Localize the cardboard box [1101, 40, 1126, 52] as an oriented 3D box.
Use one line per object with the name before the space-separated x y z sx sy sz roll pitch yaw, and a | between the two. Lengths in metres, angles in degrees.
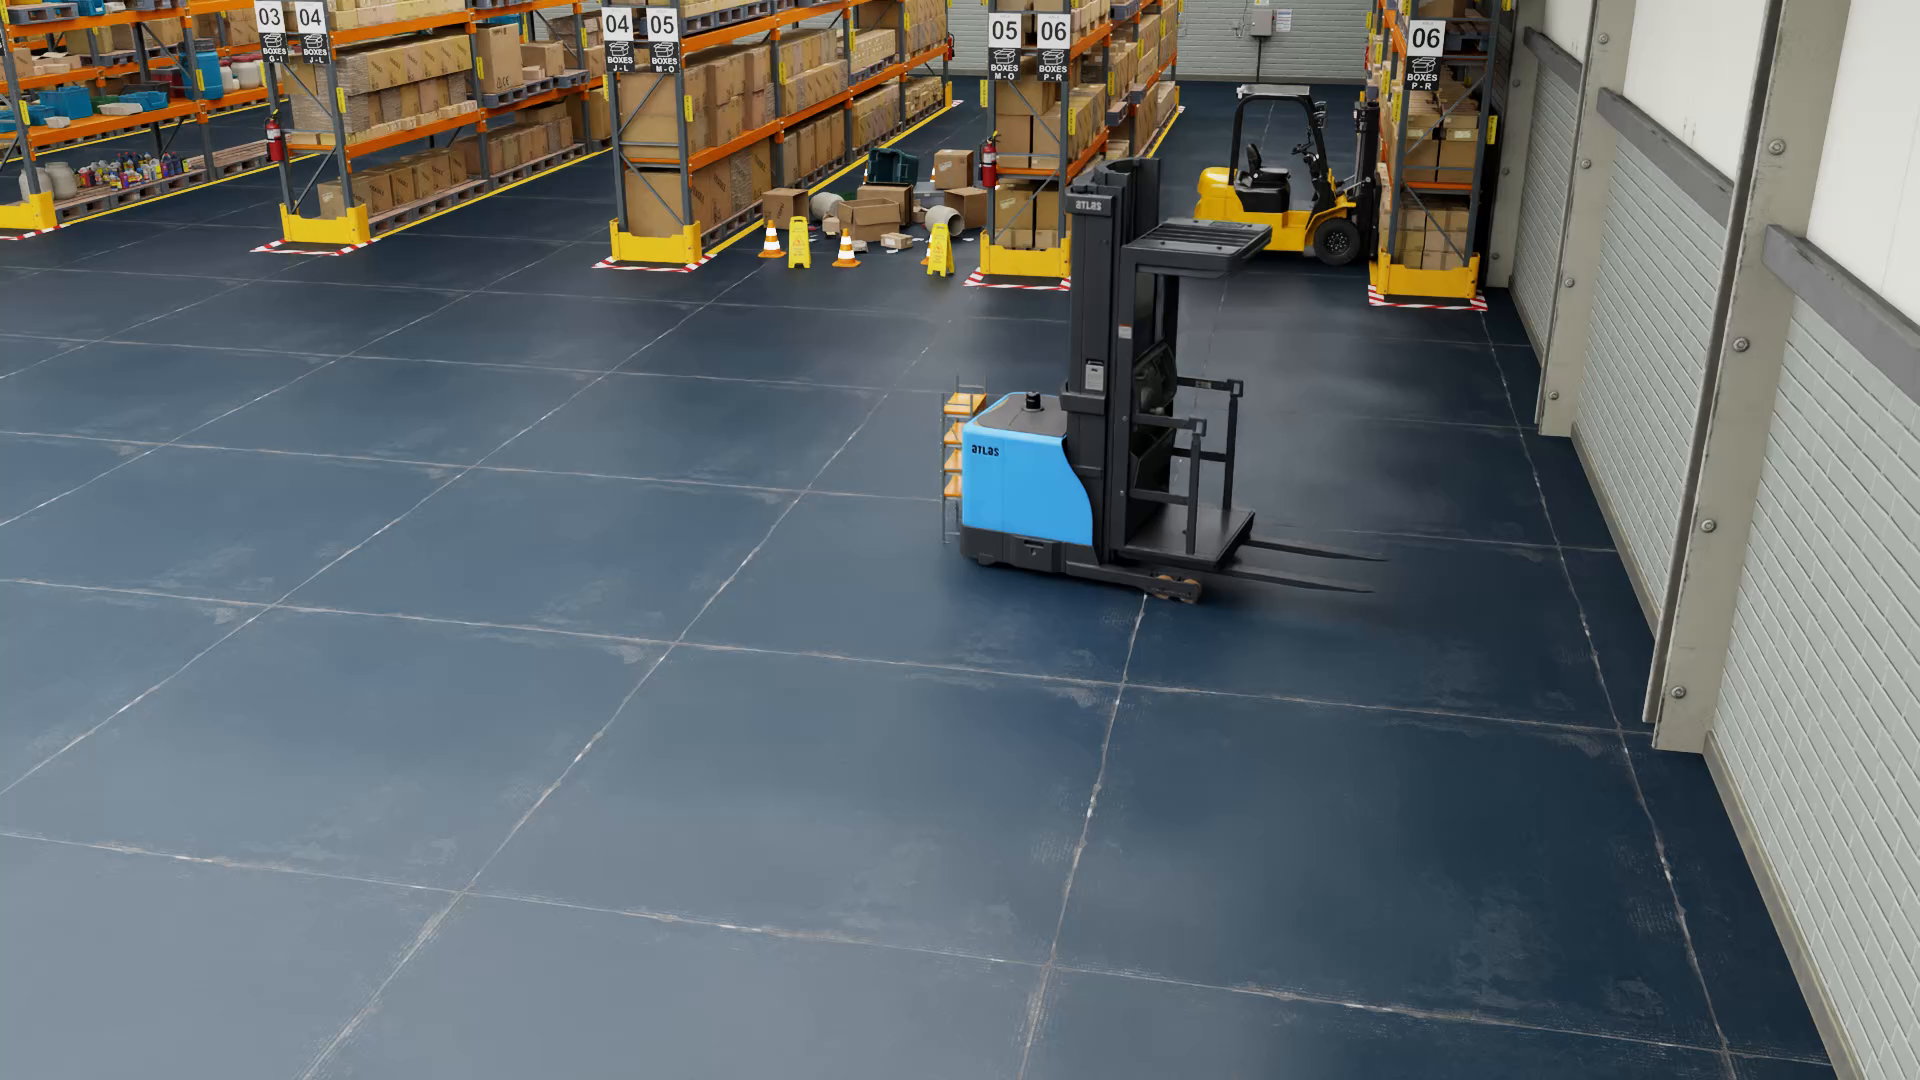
cardboard box | 2.416 -7.788 26.212 0.380 0.149 0.250 3 22 8

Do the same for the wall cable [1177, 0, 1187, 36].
wall cable | 5.234 -13.203 40.219 0.585 1.953 0.123 4 22 11

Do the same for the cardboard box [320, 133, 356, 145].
cardboard box | -8.568 -5.527 22.897 0.380 0.149 0.250 4 22 11

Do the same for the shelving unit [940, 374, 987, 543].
shelving unit | 0.031 -0.617 12.781 0.258 1.200 0.503 5 22 12

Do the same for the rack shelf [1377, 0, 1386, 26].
rack shelf | 7.742 -9.140 28.479 1.077 0.370 4.000 4 22 11

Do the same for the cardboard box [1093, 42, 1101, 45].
cardboard box | 2.155 -7.960 27.508 0.500 0.500 0.500 4 22 9

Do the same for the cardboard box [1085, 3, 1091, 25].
cardboard box | 1.398 -6.799 21.508 0.500 0.250 0.500 5 22 12

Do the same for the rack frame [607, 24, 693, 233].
rack frame | -4.025 -5.142 21.606 1.000 3.000 0.127 4 22 11

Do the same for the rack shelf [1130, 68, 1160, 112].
rack shelf | 2.882 -8.125 29.976 1.077 0.370 4.000 4 22 11

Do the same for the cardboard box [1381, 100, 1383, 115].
cardboard box | 6.691 -6.575 25.365 0.500 0.250 0.500 5 23 13

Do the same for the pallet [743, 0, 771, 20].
pallet | -3.386 -7.657 23.953 1.003 0.211 1.213 4 22 11

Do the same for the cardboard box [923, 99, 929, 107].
cardboard box | -0.859 -9.178 34.881 0.380 0.149 0.250 5 22 12

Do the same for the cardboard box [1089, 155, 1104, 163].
cardboard box | 1.800 -5.295 24.100 0.500 0.500 0.500 4 22 10

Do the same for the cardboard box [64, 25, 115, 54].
cardboard box | -16.907 -9.719 32.276 0.700 0.500 0.500 -3 22 -7

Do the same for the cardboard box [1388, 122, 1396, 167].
cardboard box | 5.764 -5.047 21.237 0.500 0.500 0.500 4 22 10

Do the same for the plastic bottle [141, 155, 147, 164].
plastic bottle | -13.322 -6.130 27.107 0.061 0.283 0.133 4 22 11

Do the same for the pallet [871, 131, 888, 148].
pallet | -1.981 -7.505 31.205 1.003 0.211 1.213 4 22 11

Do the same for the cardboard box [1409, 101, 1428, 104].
cardboard box | 5.683 -5.436 20.936 0.380 0.149 0.250 5 22 12

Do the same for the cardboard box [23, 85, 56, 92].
cardboard box | -20.706 -10.379 37.394 0.700 0.500 0.500 5 22 12

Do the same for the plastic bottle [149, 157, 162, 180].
plastic bottle | -12.847 -5.927 26.512 0.144 0.351 0.185 4 22 11

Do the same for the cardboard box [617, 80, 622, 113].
cardboard box | -6.877 -8.268 31.650 1.225 0.875 0.875 5 22 11

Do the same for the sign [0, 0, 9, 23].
sign | -13.171 -7.287 22.904 0.100 0.325 0.005 4 22 11

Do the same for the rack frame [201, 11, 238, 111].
rack frame | -16.109 -10.702 35.412 1.000 3.000 0.127 4 22 11

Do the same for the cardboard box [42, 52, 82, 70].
cardboard box | -17.042 -9.068 31.474 0.500 0.311 0.500 6 23 14

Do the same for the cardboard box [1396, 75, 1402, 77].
cardboard box | 6.602 -6.846 24.835 0.380 0.149 0.250 5 22 11

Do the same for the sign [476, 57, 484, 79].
sign | -7.511 -7.383 26.011 0.100 0.325 0.005 4 22 11

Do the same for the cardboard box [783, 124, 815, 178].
cardboard box | -2.970 -6.343 27.036 1.050 0.750 0.750 4 22 11

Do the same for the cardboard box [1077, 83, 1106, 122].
cardboard box | 1.810 -6.267 23.868 0.500 0.500 0.500 4 22 10

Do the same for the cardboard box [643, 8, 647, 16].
cardboard box | -4.237 -6.898 21.590 0.380 0.149 0.250 5 22 11

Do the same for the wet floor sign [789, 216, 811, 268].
wet floor sign | -2.093 -3.888 21.645 0.267 0.644 0.232 1 22 2

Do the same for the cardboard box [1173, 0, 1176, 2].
cardboard box | 4.231 -11.122 34.114 0.380 0.149 0.250 4 22 10

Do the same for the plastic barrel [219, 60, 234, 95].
plastic barrel | -12.483 -7.794 28.008 0.433 0.535 0.433 0 22 0

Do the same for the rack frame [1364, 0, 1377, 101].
rack frame | 8.966 -10.276 34.354 1.000 3.000 0.127 4 22 11

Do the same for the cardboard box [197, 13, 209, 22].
cardboard box | -16.259 -11.417 35.715 0.500 0.500 0.500 5 22 11

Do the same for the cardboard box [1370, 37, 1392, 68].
cardboard box | 7.727 -8.705 29.757 0.700 0.500 0.500 5 22 12

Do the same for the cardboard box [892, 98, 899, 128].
cardboard box | -1.481 -8.276 32.172 0.500 0.500 0.500 4 22 10

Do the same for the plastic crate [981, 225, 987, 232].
plastic crate | 0.535 -4.399 23.668 0.402 0.080 0.583 -3 22 -8

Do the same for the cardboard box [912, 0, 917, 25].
cardboard box | -1.155 -10.516 33.079 0.500 0.500 0.500 4 22 9

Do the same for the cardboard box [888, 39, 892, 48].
cardboard box | -1.517 -9.490 31.778 0.380 0.149 0.250 5 22 11

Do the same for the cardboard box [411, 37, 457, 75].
cardboard box | -7.967 -7.300 25.093 0.500 0.500 0.500 4 22 11

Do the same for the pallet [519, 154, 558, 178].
pallet | -7.640 -6.459 28.608 1.003 0.211 1.213 4 22 11

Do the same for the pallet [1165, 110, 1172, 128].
pallet | 3.769 -8.616 33.966 1.003 0.211 1.213 4 22 11

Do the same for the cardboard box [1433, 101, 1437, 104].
cardboard box | 6.467 -5.726 22.053 0.380 0.149 0.250 5 23 13

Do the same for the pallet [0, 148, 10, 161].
pallet | -17.629 -6.755 29.345 1.003 0.211 1.213 4 22 11

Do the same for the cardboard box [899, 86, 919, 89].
cardboard box | -1.048 -9.272 34.317 0.380 0.149 0.250 4 22 9

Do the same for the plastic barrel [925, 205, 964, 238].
plastic barrel | -0.219 -4.477 23.404 0.421 0.421 0.512 -16 27 -35

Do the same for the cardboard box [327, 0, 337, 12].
cardboard box | -8.578 -7.147 22.236 0.380 0.149 0.250 4 22 11

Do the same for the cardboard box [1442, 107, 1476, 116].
cardboard box | 6.106 -5.207 20.367 0.380 0.149 0.250 5 22 12

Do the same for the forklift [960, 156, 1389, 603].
forklift | 1.564 -1.138 11.756 3.031 2.935 1.130 9 24 22

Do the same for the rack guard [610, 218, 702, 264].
rack guard | -4.030 -3.974 22.051 1.175 0.500 0.348 4 22 11

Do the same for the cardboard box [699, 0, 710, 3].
cardboard box | -3.573 -7.186 21.772 0.500 0.250 0.500 4 22 10

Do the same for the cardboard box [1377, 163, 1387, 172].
cardboard box | 6.112 -5.118 23.325 0.500 0.250 0.500 4 22 10

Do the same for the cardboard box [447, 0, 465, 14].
cardboard box | -7.881 -8.155 25.273 0.500 0.250 0.500 5 23 13

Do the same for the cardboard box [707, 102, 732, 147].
cardboard box | -3.666 -5.749 22.912 0.875 0.550 0.550 4 22 11

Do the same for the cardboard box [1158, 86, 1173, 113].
cardboard box | 3.891 -9.075 34.239 0.875 0.438 0.875 5 22 12

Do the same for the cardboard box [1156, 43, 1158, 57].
cardboard box | 3.438 -9.173 31.146 0.500 0.250 0.500 4 22 11
